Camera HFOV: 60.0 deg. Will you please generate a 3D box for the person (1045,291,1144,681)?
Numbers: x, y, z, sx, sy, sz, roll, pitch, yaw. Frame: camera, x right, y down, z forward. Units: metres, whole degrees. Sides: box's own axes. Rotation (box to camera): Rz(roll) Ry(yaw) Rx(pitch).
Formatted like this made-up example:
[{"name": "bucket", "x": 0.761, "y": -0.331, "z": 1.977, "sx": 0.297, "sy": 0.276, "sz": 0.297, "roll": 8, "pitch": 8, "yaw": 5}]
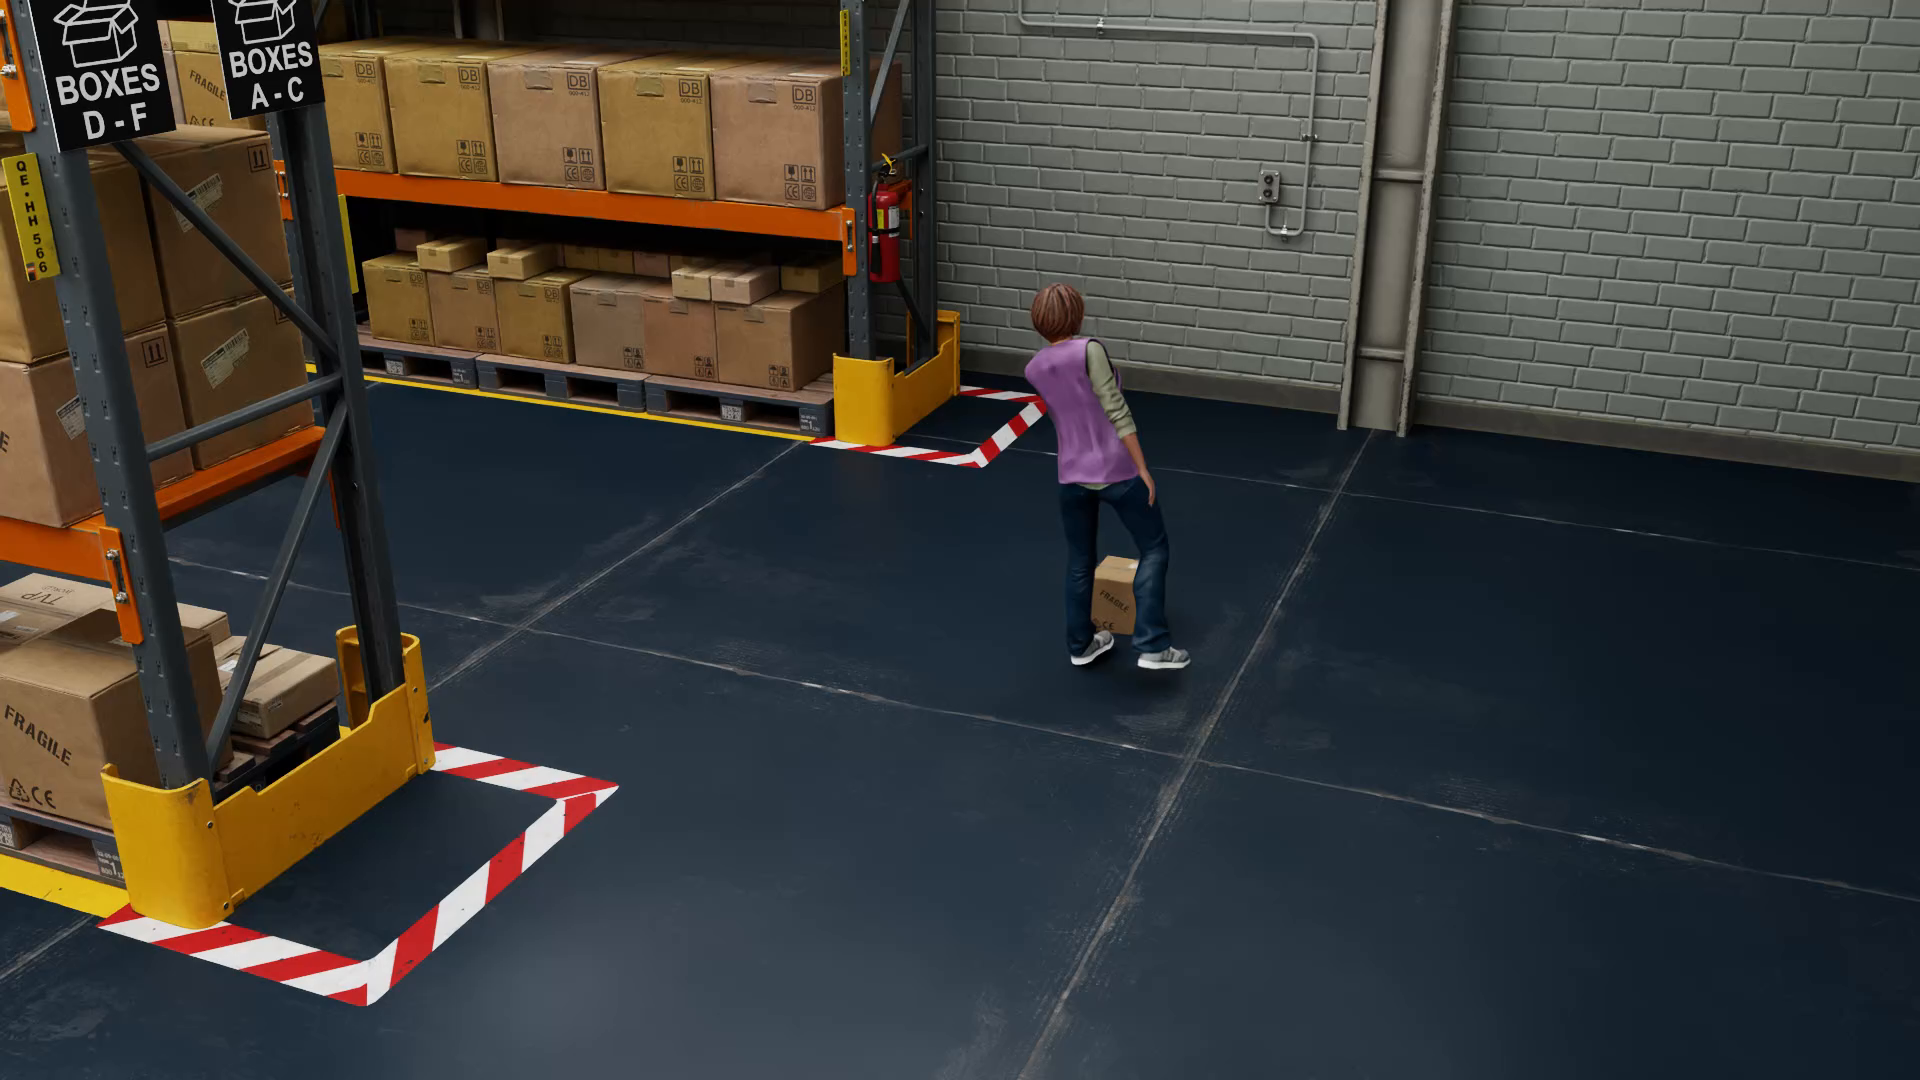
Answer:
[{"name": "person", "x": 0.522, "y": -0.193, "z": 6.603, "sx": 0.409, "sy": 1.577, "sz": 0.305, "roll": 9, "pitch": 24, "yaw": 21}]
